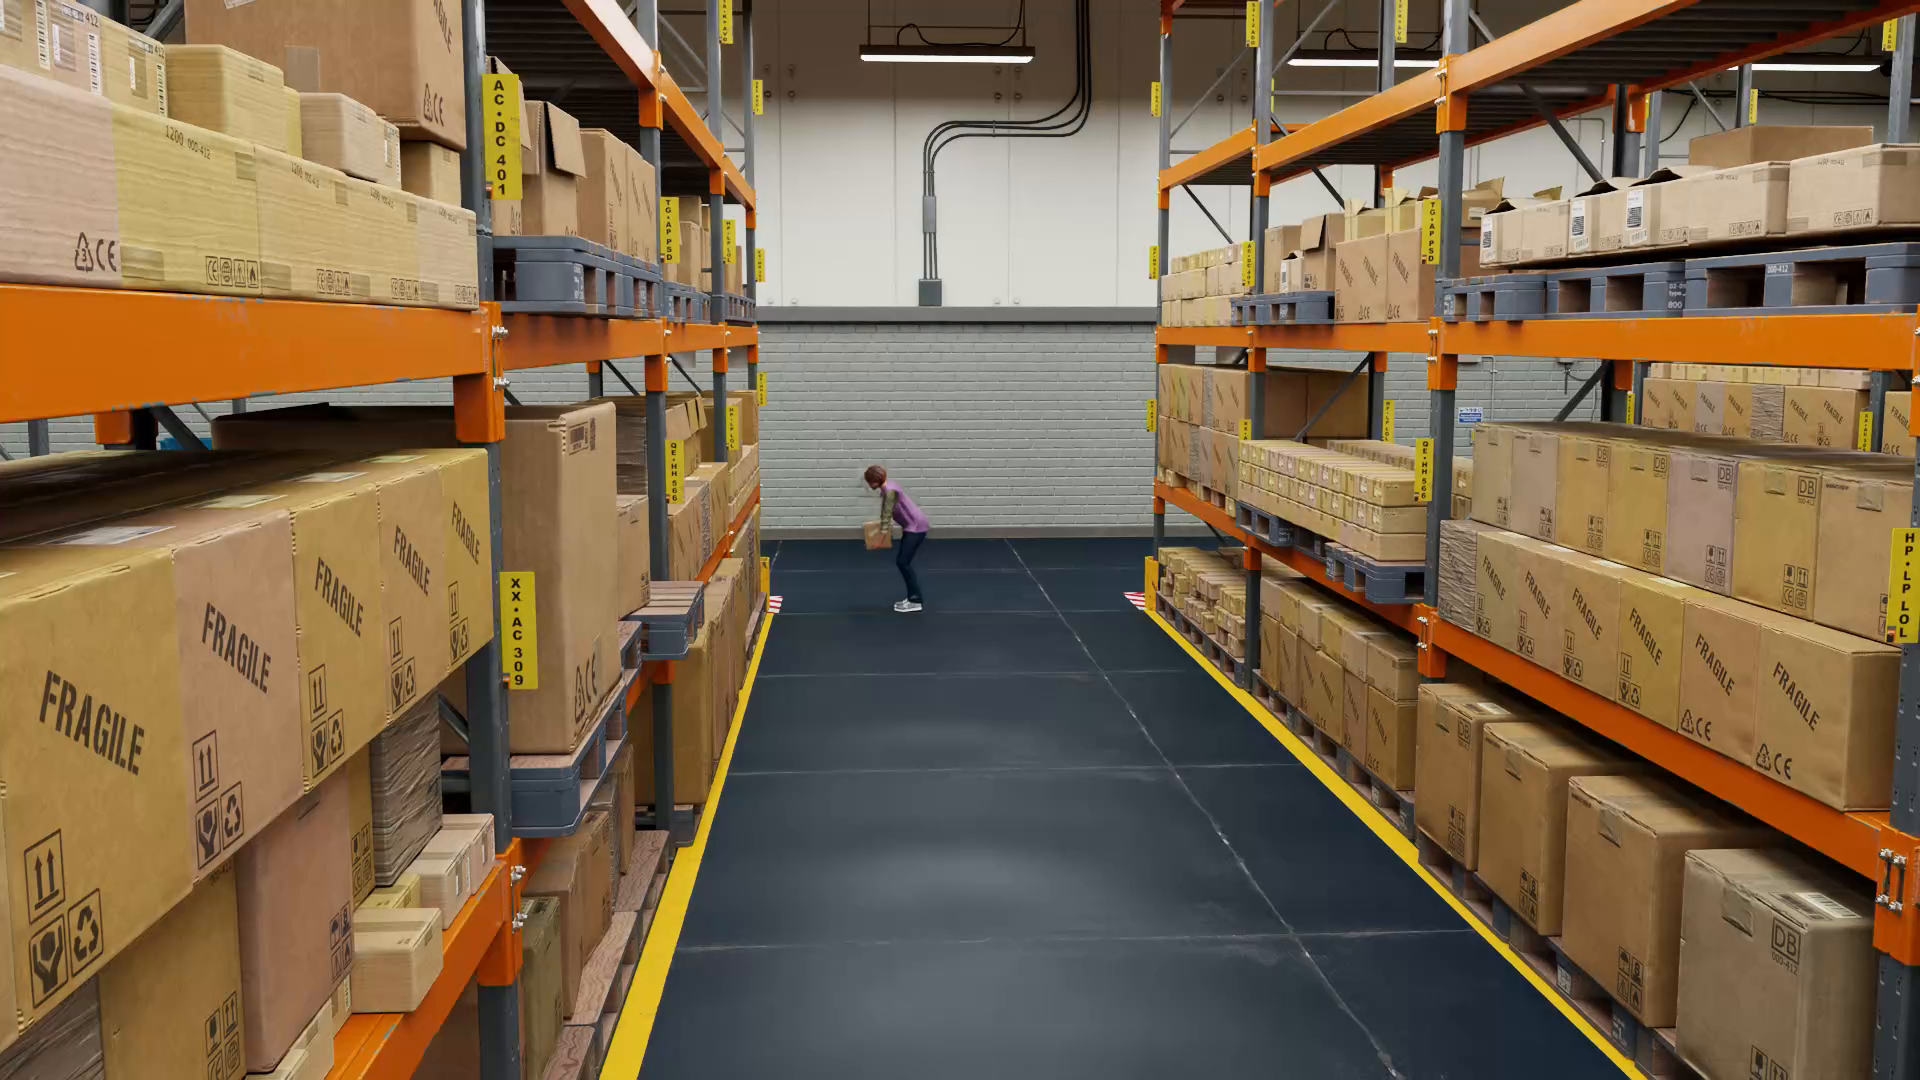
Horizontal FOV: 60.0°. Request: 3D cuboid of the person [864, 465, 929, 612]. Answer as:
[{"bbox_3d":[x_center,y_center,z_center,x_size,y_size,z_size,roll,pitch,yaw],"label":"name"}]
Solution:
[{"bbox_3d":[-0.628,-0.012,16.545,0.646,1.444,0.380,-1,7,-5],"label":"person"}]
